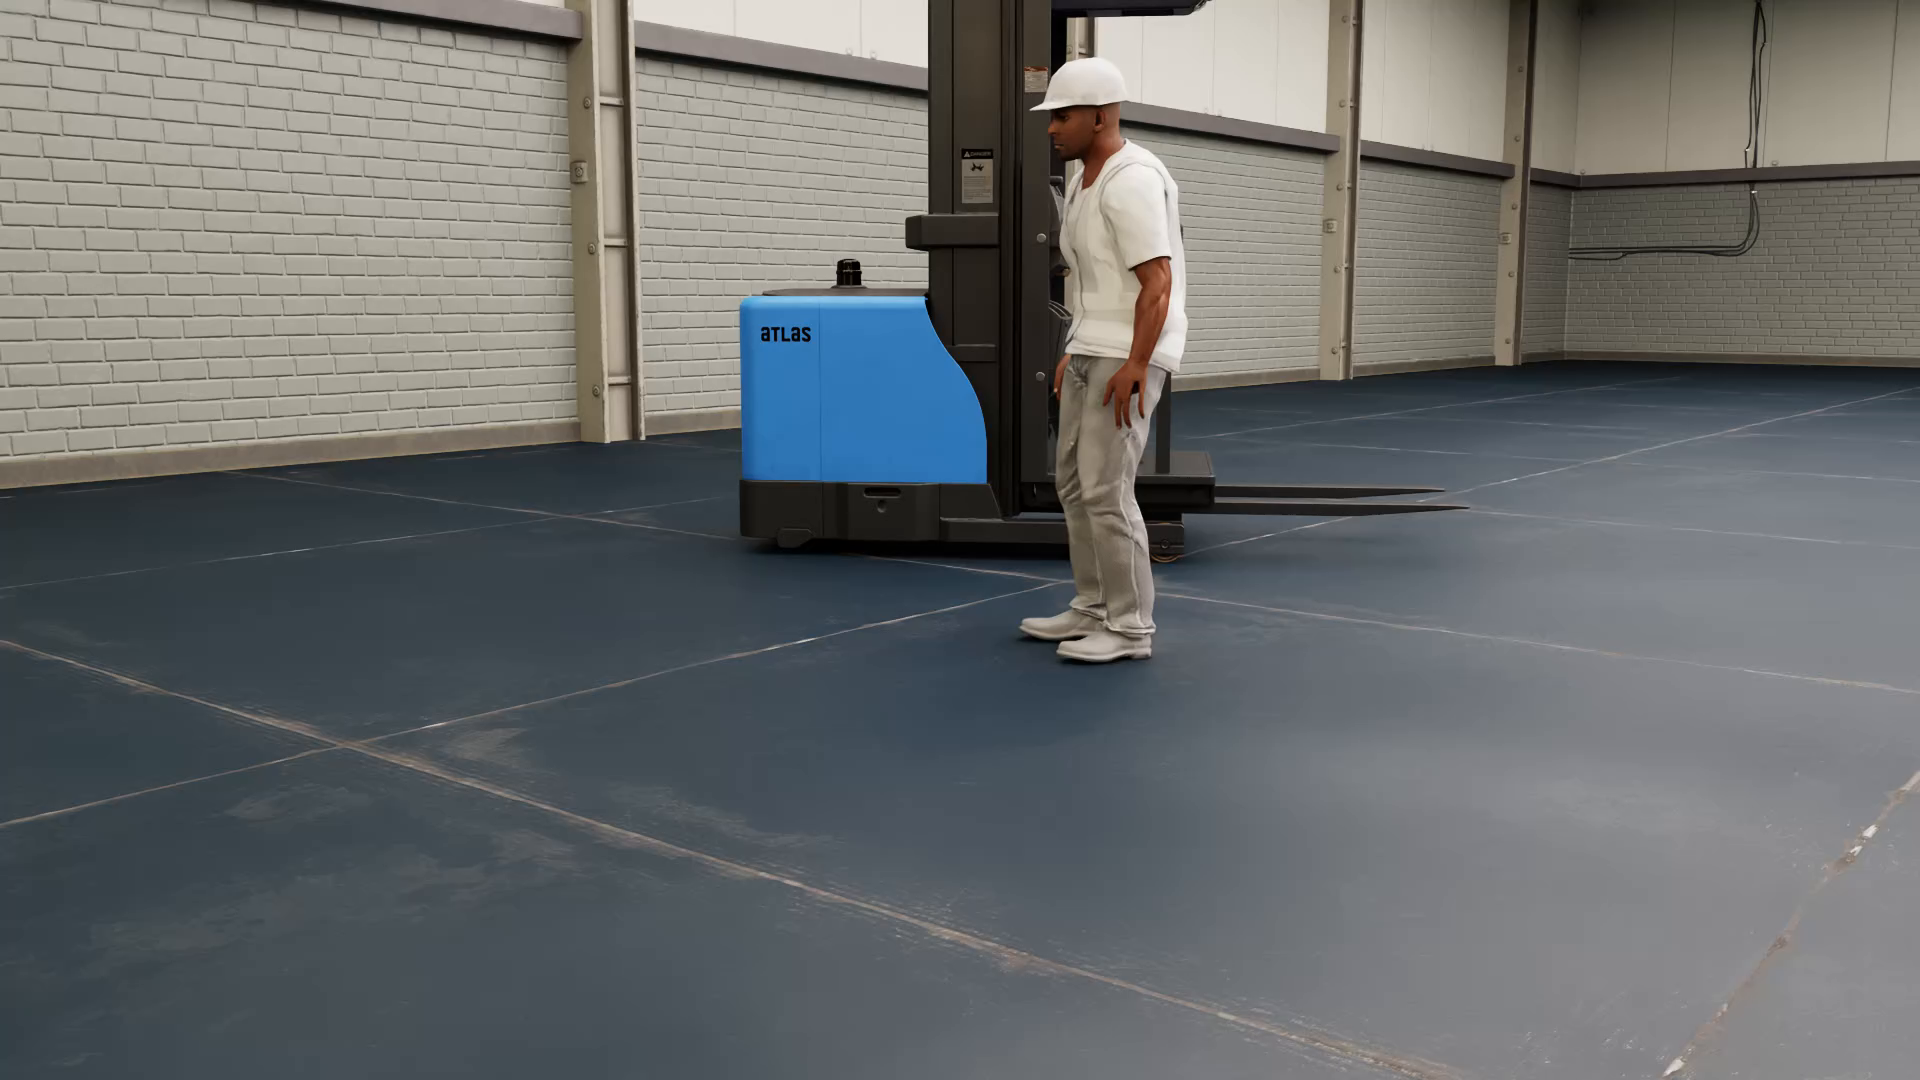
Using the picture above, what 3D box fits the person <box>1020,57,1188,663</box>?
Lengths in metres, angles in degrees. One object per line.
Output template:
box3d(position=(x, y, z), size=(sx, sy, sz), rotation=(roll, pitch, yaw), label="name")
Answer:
box3d(position=(0.424, -0.531, 4.968), size=(0.461, 1.759, 0.632), rotation=(-2, 9, -13), label="person")

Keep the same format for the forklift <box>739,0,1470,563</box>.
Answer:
box3d(position=(0.620, -1.439, 7.118), size=(3.031, 2.935, 1.130), rotation=(1, 8, 7), label="forklift")
